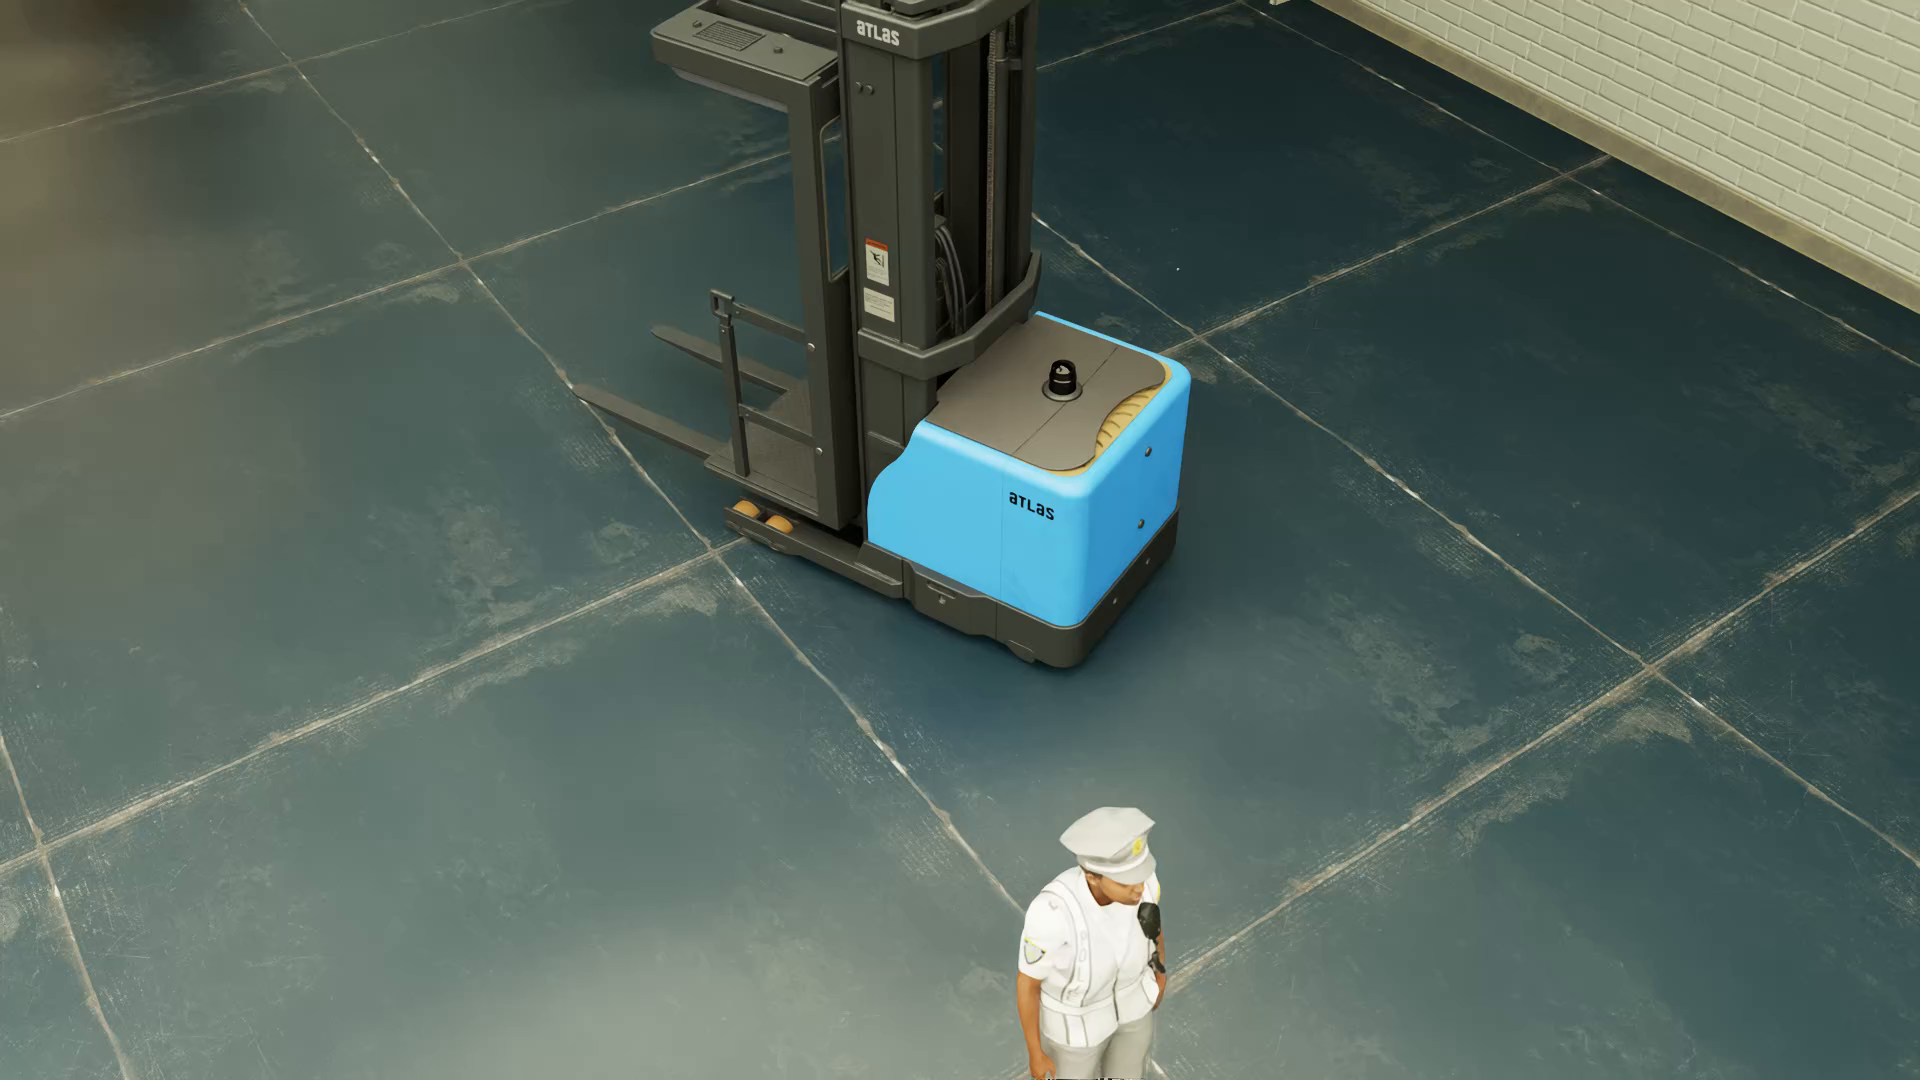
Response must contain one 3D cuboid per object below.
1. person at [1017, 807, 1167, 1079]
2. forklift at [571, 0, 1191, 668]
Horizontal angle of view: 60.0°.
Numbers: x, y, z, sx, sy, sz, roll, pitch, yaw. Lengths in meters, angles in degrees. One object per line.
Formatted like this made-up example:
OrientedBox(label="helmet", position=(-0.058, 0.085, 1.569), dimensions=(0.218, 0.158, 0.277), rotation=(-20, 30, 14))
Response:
OrientedBox(label="person", position=(0.434, 1.461, 5.052), dimensions=(0.536, 1.709, 0.471), rotation=(-23, 47, -23))
OrientedBox(label="forklift", position=(-0.511, -1.302, 7.129), dimensions=(3.031, 2.935, 1.130), rotation=(24, 48, 24))
